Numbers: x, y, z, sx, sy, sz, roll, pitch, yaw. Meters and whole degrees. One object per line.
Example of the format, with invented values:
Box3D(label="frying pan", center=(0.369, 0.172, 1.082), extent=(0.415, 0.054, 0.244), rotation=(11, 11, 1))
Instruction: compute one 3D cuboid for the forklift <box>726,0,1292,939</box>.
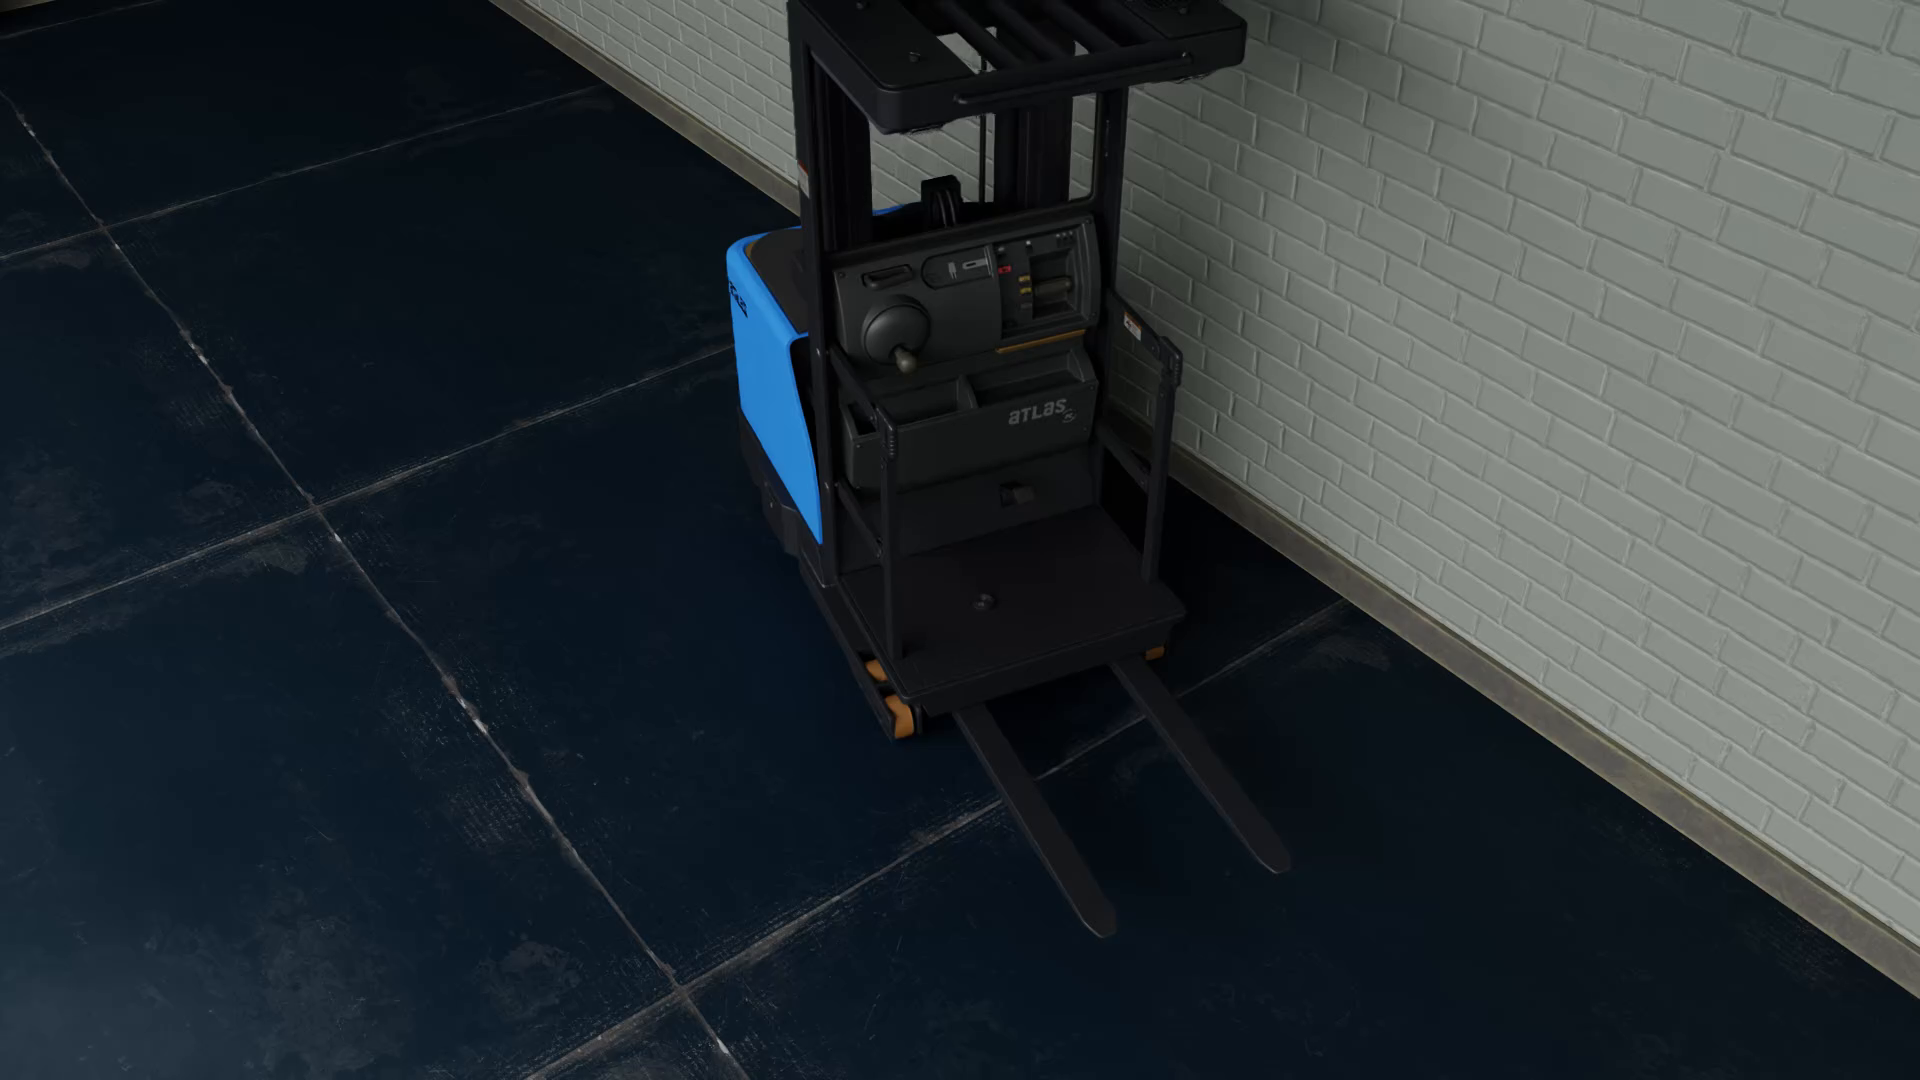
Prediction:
Box3D(label="forklift", center=(0.123, -0.739, 5.340), extent=(1.130, 2.935, 3.031), rotation=(-15, 42, -18))
